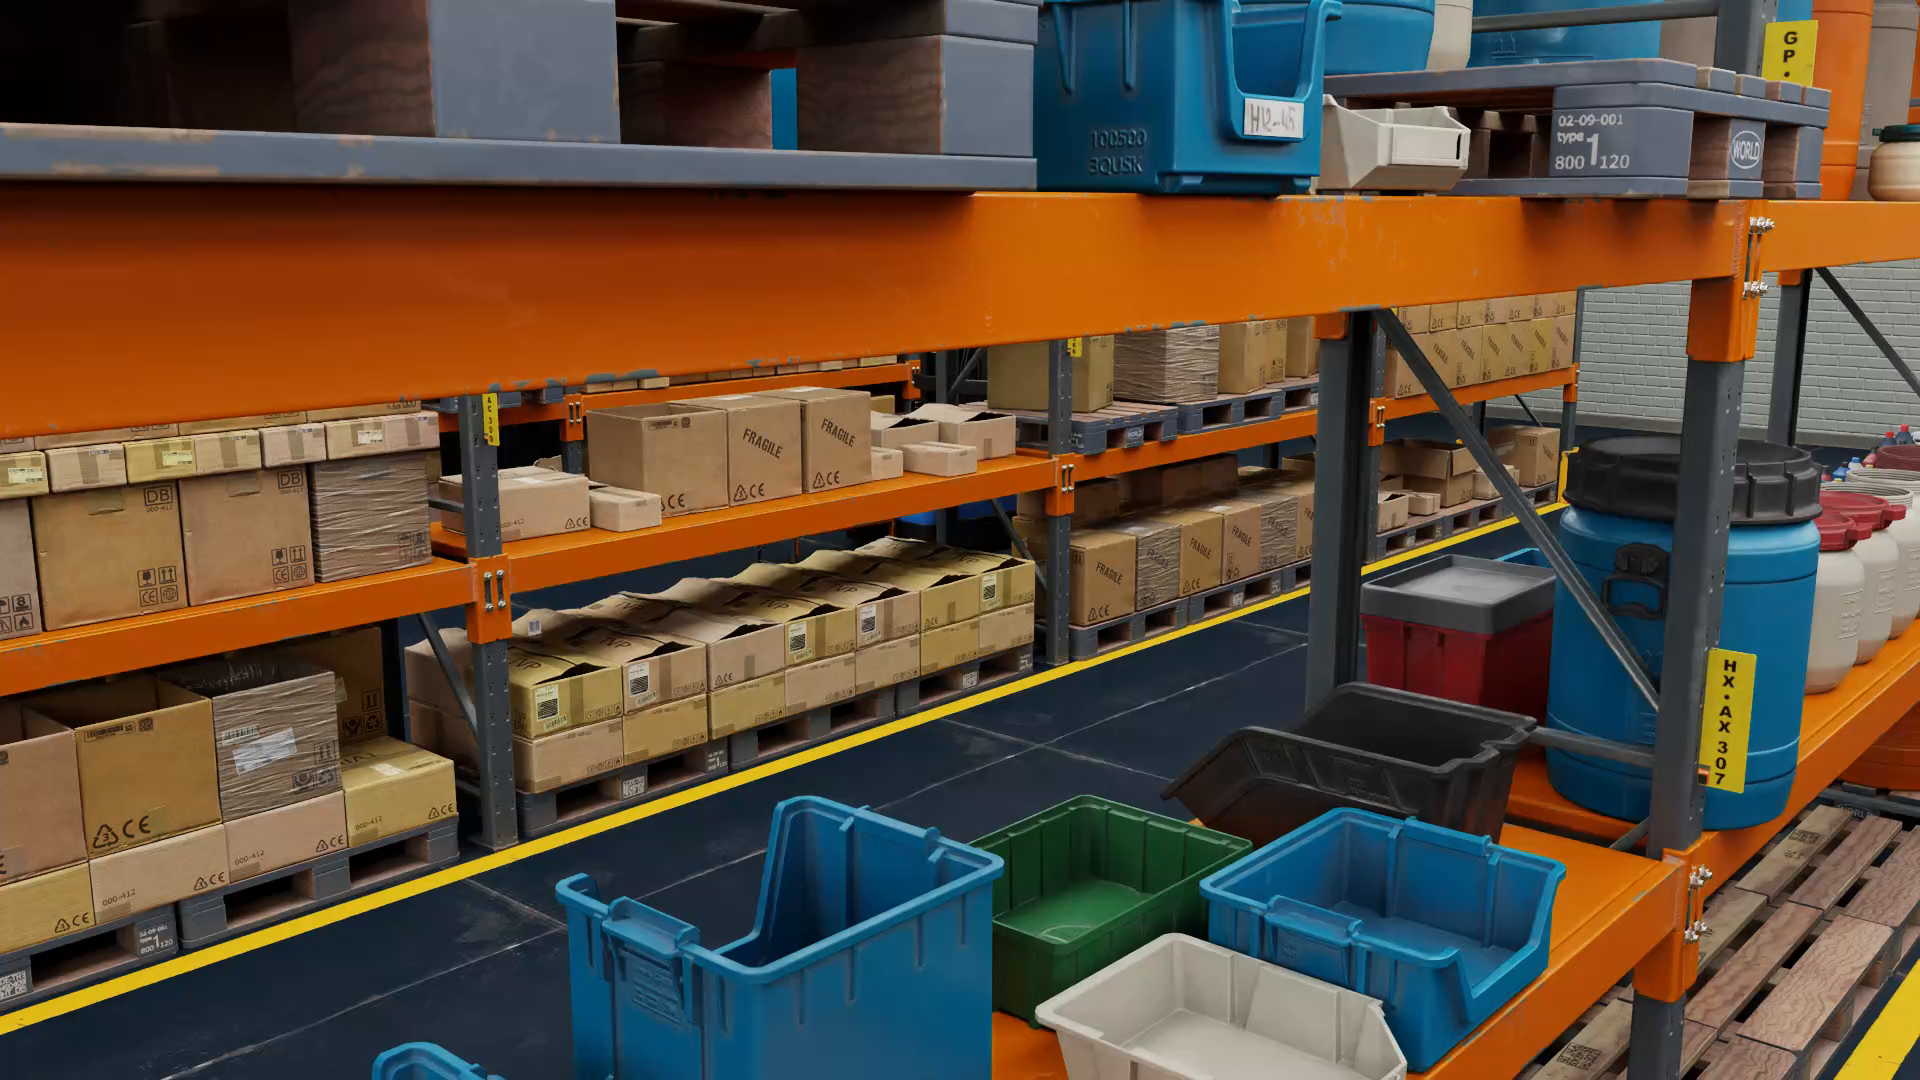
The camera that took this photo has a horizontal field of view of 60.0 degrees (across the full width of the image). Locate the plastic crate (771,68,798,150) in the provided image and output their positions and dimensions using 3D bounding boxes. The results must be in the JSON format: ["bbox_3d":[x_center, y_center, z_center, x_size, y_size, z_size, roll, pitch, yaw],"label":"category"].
[{"bbox_3d":[-0.268,-0.720,2.540,0.392,0.384,0.575,10,15,40],"label":"plastic crate"}]

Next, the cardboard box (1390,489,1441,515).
[{"bbox_3d":[3.905,-0.333,14.328,0.380,0.166,0.250,10,15,40],"label":"cardboard box"}]

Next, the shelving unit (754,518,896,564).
[{"bbox_3d":[-1.061,-0.356,13.120,1.048,1.125,0.538,-11,16,-43],"label":"shelving unit"}]

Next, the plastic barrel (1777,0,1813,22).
[{"bbox_3d":[2.376,-1.538,5.315,0.600,0.901,0.708,10,15,40],"label":"plastic barrel"}]

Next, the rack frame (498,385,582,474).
[{"bbox_3d":[-3.462,-1.395,13.539,1.000,3.000,0.127,10,15,40],"label":"rack frame"}]

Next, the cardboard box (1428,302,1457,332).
[{"bbox_3d":[3.765,-1.992,13.719,0.500,0.500,0.500,9,15,39],"label":"cardboard box"}]

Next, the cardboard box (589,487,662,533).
[{"bbox_3d":[-1.640,-0.148,7.933,0.380,0.149,0.250,10,15,40],"label":"cardboard box"}]

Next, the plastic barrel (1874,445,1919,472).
[{"bbox_3d":[3.901,-0.074,6.574,0.600,0.536,0.708,10,15,40],"label":"plastic barrel"}]

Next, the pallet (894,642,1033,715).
[{"bbox_3d":[-0.311,0.728,10.027,1.003,0.211,1.213,10,15,40],"label":"pallet"}]

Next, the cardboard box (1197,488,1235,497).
[{"bbox_3d":[1.721,-0.142,12.521,0.500,0.500,0.500,10,15,41],"label":"cardboard box"}]

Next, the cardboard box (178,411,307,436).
[{"bbox_3d":[-2.999,-0.711,6.547,0.700,0.500,0.500,10,15,40],"label":"cardboard box"}]

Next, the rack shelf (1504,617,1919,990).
[{"bbox_3d":[2.660,0.533,5.723,1.077,0.370,4.000,10,15,40],"label":"rack shelf"}]

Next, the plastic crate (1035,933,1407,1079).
[{"bbox_3d":[0.458,0.875,2.845,0.530,0.136,0.437,10,15,40],"label":"plastic crate"}]

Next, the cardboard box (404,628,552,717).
[{"bbox_3d":[-2.327,0.604,8.045,0.500,0.311,0.500,10,15,40],"label":"cardboard box"}]

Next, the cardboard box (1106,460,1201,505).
[{"bbox_3d":[1.409,-0.441,12.104,0.500,0.250,0.500,9,15,39],"label":"cardboard box"}]

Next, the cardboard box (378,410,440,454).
[{"bbox_3d":[-2.397,-0.466,6.976,0.380,0.149,0.250,10,15,40],"label":"cardboard box"}]

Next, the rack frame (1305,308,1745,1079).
[{"bbox_3d":[1.340,0.474,4.179,1.000,3.000,0.127,10,15,40],"label":"rack frame"}]

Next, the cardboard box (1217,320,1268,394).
[{"bbox_3d":[1.782,-1.331,11.889,0.700,0.500,0.500,6,13,26],"label":"cardboard box"}]

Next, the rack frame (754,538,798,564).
[{"bbox_3d":[-1.425,-0.286,12.771,0.032,1.125,0.500,-11,16,-43],"label":"rack frame"}]

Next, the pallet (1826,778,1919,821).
[{"bbox_3d":[4.469,1.132,8.006,1.003,0.211,1.213,10,15,40],"label":"pallet"}]

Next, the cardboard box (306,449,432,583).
[{"bbox_3d":[-2.667,-0.150,7.047,0.700,0.500,0.500,9,15,39],"label":"cardboard box"}]

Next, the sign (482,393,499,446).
[{"bbox_3d":[-1.961,-0.559,6.937,0.100,0.325,0.005,10,15,40],"label":"sign"}]

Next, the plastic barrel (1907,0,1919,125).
[{"bbox_3d":[4.357,-2.085,7.165,0.600,0.830,0.708,10,15,40],"label":"plastic barrel"}]

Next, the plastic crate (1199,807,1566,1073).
[{"bbox_3d":[0.813,0.745,3.203,0.499,0.251,0.616,10,15,40],"label":"plastic crate"}]

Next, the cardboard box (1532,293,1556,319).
[{"bbox_3d":[5.123,-2.296,15.241,0.500,0.500,0.500,10,15,42],"label":"cardboard box"}]

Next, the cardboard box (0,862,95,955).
[{"bbox_3d":[-3.507,1.293,6.025,0.500,0.250,0.500,10,15,40],"label":"cardboard box"}]

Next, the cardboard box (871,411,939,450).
[{"bbox_3d":[-0.474,-0.605,9.810,0.500,0.311,0.500,10,15,40],"label":"cardboard box"}]

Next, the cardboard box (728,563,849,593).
[{"bbox_3d":[-0.983,0.304,9.546,0.500,0.311,0.500,9,15,39],"label":"cardboard box"}]

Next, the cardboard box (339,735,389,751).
[{"bbox_3d":[-2.913,1.005,7.471,0.500,0.250,0.500,10,15,40],"label":"cardboard box"}]

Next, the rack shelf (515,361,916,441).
[{"bbox_3d":[-2.142,-1.337,15.082,1.077,0.370,4.000,10,15,40],"label":"rack shelf"}]

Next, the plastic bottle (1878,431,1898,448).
[{"bbox_3d":[4.818,-0.391,8.637,0.144,0.351,0.185,10,15,40],"label":"plastic bottle"}]

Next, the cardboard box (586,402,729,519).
[{"bbox_3d":[-1.512,-0.404,8.322,0.500,0.500,0.500,-11,16,-43],"label":"cardboard box"}]

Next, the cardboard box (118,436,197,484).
[{"bbox_3d":[-3.070,-0.317,6.227,0.380,0.149,0.250,10,15,40],"label":"cardboard box"}]

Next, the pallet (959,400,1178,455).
[{"bbox_3d":[0.656,-0.770,10.898,1.213,0.211,1.003,10,15,40],"label":"pallet"}]

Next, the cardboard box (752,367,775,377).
[{"bbox_3d":[-1.887,-1.565,14.980,0.380,0.149,0.250,10,15,42],"label":"cardboard box"}]

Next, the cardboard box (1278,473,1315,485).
[{"bbox_3d":[2.792,-0.224,12.934,0.500,0.500,0.500,10,15,40],"label":"cardboard box"}]

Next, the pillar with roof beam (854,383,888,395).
[{"bbox_3d":[2.225,-4.584,14.186,9.100,9.000,0.400,10,15,40],"label":"pillar with roof beam"}]

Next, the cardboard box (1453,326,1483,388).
[{"bbox_3d":[4.111,-1.582,14.217,0.500,0.500,0.500,10,15,40],"label":"cardboard box"}]

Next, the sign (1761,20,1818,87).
[{"bbox_3d":[1.746,-0.928,3.520,0.100,0.325,0.005,10,15,40],"label":"sign"}]

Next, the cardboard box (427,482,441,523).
[{"bbox_3d":[-4.325,-0.212,12.872,0.700,0.500,0.500,10,15,40],"label":"cardboard box"}]

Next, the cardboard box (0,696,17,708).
[{"bbox_3d":[-3.908,0.857,6.298,0.500,0.500,0.500,10,15,40],"label":"cardboard box"}]

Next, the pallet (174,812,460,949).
[{"bbox_3d":[-2.935,1.312,7.103,1.003,0.211,1.213,10,15,40],"label":"pallet"}]

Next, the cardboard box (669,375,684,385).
[{"bbox_3d":[-2.585,-1.417,14.240,0.380,0.149,0.250,10,15,40],"label":"cardboard box"}]

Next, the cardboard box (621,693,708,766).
[{"bbox_3d":[-1.588,0.873,8.129,0.500,0.250,0.500,10,15,42],"label":"cardboard box"}]

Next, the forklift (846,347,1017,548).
[{"bbox_3d":[0.451,-1.523,14.354,3.031,2.935,1.130,-11,16,-43],"label":"forklift"}]

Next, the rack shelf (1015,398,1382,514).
[{"bbox_3d":[1.582,-0.697,11.878,1.077,0.370,4.000,10,15,40],"label":"rack shelf"}]

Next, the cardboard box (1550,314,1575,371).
[{"bbox_3d":[5.451,-1.880,15.712,0.500,0.500,0.500,10,15,42],"label":"cardboard box"}]

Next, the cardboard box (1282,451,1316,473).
[{"bbox_3d":[3.065,-0.454,14.086,0.500,0.500,0.500,10,15,40],"label":"cardboard box"}]

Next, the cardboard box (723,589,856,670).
[{"bbox_3d":[-0.905,0.446,8.838,0.500,0.311,0.500,10,15,42],"label":"cardboard box"}]

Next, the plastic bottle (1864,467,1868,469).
[{"bbox_3d":[4.554,-0.266,8.392,0.097,0.201,0.097,0,11,0],"label":"plastic bottle"}]

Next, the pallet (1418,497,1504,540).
[{"bbox_3d":[4.161,-0.258,14.962,1.003,0.211,1.213,10,15,40],"label":"pallet"}]

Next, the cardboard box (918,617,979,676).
[{"bbox_3d":[-0.240,0.572,9.635,0.500,0.250,0.500,10,15,40],"label":"cardboard box"}]

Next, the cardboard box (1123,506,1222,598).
[{"bbox_3d":[1.453,0.074,11.442,0.500,0.500,0.500,10,15,40],"label":"cardboard box"}]

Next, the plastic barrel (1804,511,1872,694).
[{"bbox_3d":[2.620,0.187,5.269,0.433,0.535,0.433,0,11,0],"label":"plastic barrel"}]

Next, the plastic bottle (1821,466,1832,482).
[{"bbox_3d":[4.079,-0.206,7.881,0.061,0.283,0.133,10,15,40],"label":"plastic bottle"}]

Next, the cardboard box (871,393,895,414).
[{"bbox_3d":[-1.153,-1.023,16.091,0.750,0.750,0.750,10,15,41],"label":"cardboard box"}]

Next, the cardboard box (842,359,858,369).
[{"bbox_3d":[-1.185,-1.712,15.713,0.380,0.149,0.250,10,15,42],"label":"cardboard box"}]
